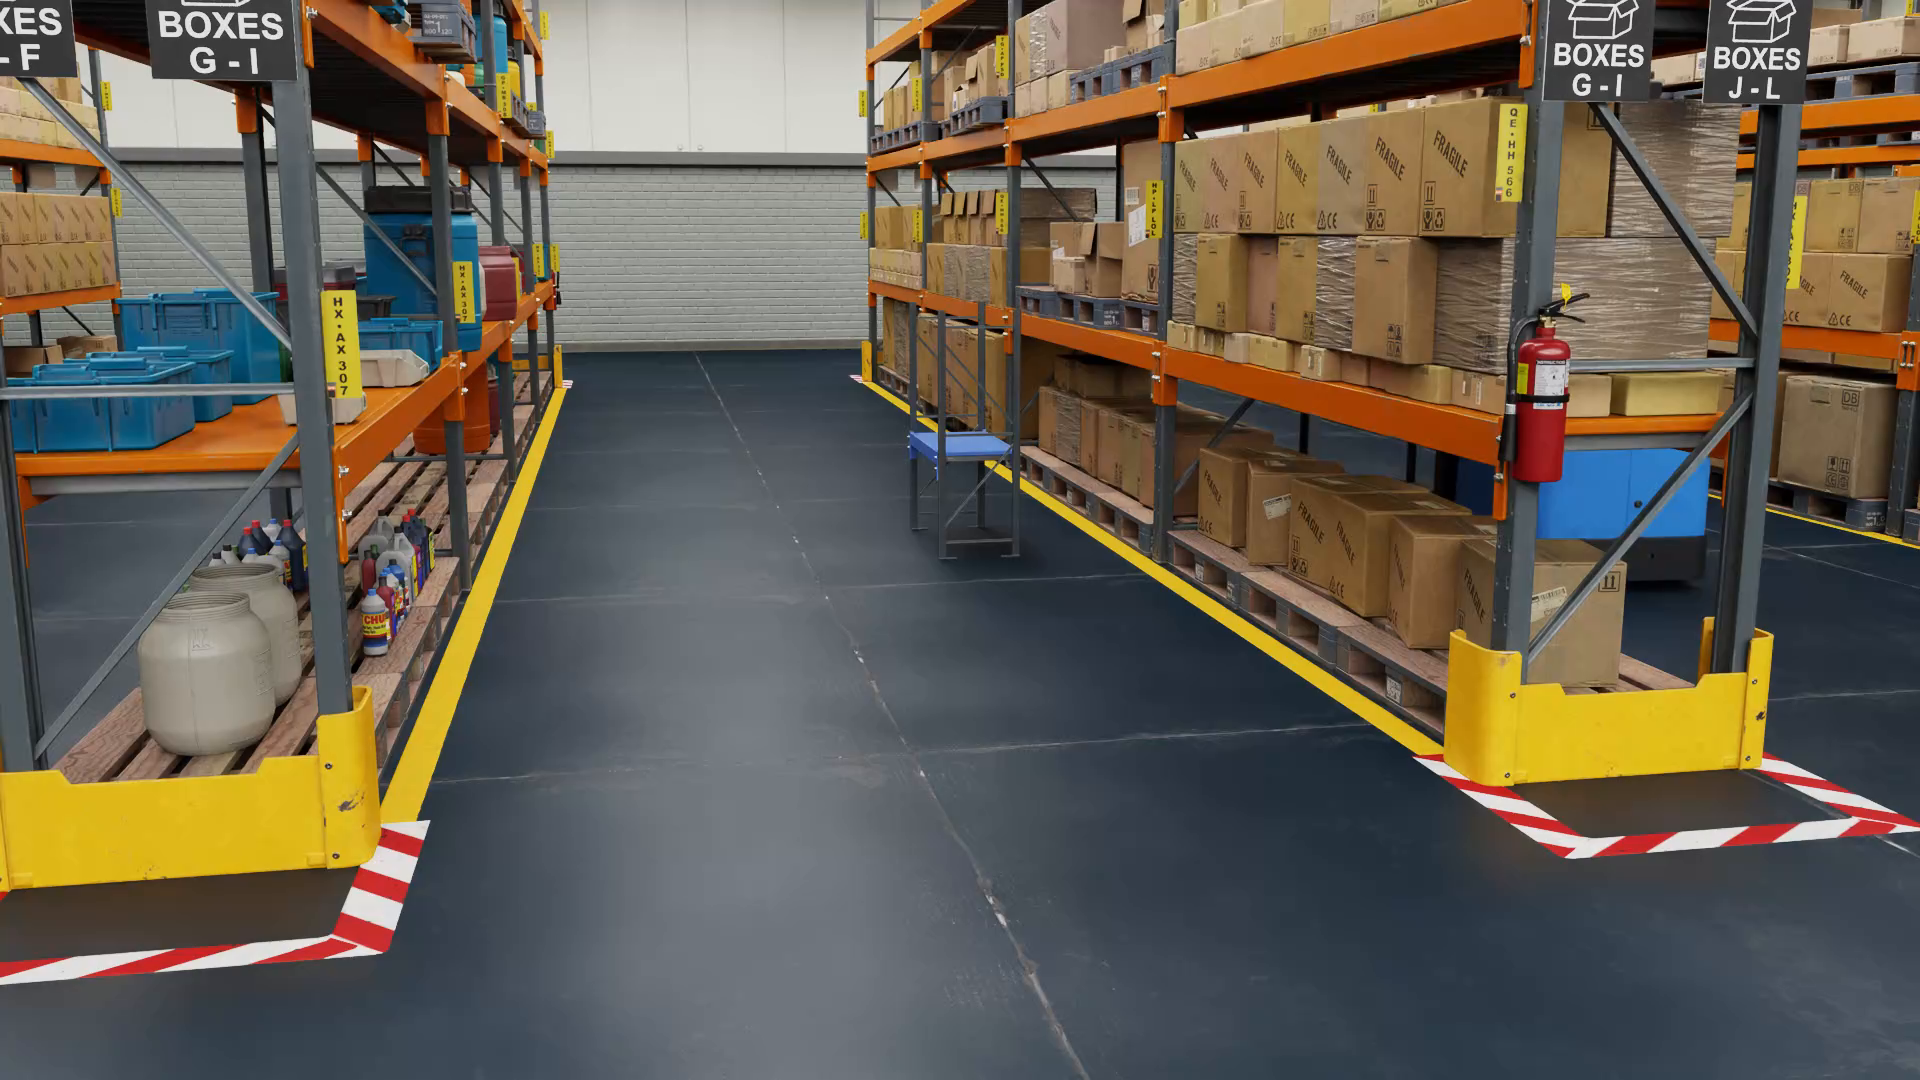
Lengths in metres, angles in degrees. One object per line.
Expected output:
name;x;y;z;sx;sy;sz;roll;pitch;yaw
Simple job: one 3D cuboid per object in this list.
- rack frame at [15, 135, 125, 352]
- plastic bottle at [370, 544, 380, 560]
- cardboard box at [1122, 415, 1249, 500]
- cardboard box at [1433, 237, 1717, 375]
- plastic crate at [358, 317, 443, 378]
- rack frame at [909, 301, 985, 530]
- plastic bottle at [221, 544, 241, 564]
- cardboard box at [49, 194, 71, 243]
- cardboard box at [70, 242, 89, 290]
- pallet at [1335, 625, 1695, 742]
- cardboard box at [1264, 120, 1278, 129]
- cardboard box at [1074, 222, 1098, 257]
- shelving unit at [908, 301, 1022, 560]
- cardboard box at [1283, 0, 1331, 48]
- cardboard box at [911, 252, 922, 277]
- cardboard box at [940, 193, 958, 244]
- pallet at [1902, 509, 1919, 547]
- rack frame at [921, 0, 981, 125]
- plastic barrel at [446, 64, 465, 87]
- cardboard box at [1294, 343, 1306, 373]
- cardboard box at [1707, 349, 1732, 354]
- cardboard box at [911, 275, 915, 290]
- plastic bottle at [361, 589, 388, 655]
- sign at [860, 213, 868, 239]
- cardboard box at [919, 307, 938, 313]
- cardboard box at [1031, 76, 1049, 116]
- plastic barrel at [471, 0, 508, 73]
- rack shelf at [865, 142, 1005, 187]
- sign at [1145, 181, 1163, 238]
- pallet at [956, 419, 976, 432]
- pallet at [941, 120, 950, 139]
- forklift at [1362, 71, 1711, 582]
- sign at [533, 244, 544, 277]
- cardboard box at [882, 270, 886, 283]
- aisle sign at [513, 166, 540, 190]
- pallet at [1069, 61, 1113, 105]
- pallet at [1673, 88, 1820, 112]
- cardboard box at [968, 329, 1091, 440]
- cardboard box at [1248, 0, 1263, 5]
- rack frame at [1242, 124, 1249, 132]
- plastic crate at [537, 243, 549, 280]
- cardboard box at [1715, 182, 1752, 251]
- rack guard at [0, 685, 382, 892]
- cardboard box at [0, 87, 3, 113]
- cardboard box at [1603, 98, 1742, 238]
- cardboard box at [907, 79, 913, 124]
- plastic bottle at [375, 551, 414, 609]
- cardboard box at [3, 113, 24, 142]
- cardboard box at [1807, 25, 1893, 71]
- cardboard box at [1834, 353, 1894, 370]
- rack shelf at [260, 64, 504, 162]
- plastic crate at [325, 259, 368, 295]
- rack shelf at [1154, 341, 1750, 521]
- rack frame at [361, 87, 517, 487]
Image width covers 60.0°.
rack frame;-10.391;-3.194;19.455;1.000;3.000;0.127;-2;11;-11
plastic bottle;-2.785;0.156;7.942;0.061;0.283;0.133;-2;11;-11
cardboard box;1.488;-0.542;11.033;0.700;0.500;0.500;-2;11;-11
cardboard box;2.358;-0.916;6.425;0.875;0.500;0.500;-2;11;-11
plastic crate;-2.716;-0.906;7.834;0.499;0.251;0.616;-2;11;-11
rack frame;-0.082;-0.814;10.964;0.500;1.500;0.032;-2;11;-11
plastic bottle;-3.329;0.188;7.593;0.144;0.351;0.185;-2;11;-11
cardboard box;-9.731;-3.381;17.496;0.500;0.500;0.500;-2;11;-9
cardboard box;-9.841;-2.984;18.085;0.500;0.500;0.500;-2;11;-11
pallet;2.300;0.587;7.050;1.003;0.211;1.213;-2;11;-11
cardboard box;4.144;-5.175;20.906;0.500;0.250;0.500;-2;11;-12
cardboard box;1.233;-2.145;12.555;0.700;0.500;0.500;0;11;-3
shelving unit;0.017;-0.721;10.474;0.538;1.500;1.048;-2;11;-11
cardboard box;1.801;-2.376;7.536;0.500;0.250;0.500;-2;11;-12
cardboard box;-0.239;-2.964;17.851;0.500;0.250;0.500;-2;11;-12
cardboard box;0.237;-3.245;16.773;0.797;0.503;0.637;-2;11;-12
pallet;6.616;-0.002;10.144;1.003;0.211;1.213;-2;11;-11
rack frame;0.104;-5.767;16.929;1.000;3.000;0.127;-2;11;-11
plastic barrel;-3.500;-3.087;11.241;0.301;0.262;0.301;0;11;0
cardboard box;1.805;-0.860;7.865;0.380;0.149;0.250;-2;11;-11
cardboard box;5.797;-1.234;14.053;1.050;0.750;0.750;-2;11;-12
cardboard box;-0.327;-2.788;17.993;0.380;0.149;0.250;-2;11;-10
plastic bottle;-2.467;0.341;7.001;0.097;0.271;0.097;0;11;0
sign;-1.219;-3.999;21.156;0.100;0.325;0.005;-2;11;-11
cardboard box;0.055;-2.106;18.301;0.875;0.875;0.875;-2;11;-11
cardboard box;0.823;-3.297;12.373;0.500;0.250;0.500;-2;11;-10
plastic barrel;-4.272;-4.258;14.562;0.600;0.901;0.708;-2;11;-11
rack shelf;-0.285;-4.307;19.204;1.077;0.370;4.000;-2;11;-11
sign;1.117;-1.901;9.563;0.100;0.325;0.005;-2;11;-11
pallet;0.569;-1.087;15.843;1.003;0.211;1.213;-2;11;-11
pallet;0.331;-4.033;16.353;0.805;0.209;1.217;-3;11;-13
forklift;3.430;-1.421;10.324;1.130;2.935;3.031;-1;11;-8
sign;-4.214;-2.795;16.621;0.100;0.325;0.005;-2;11;-11
cardboard box;-0.727;-3.165;19.973;0.380;0.149;0.250;-2;11;-12
aisle sign;-5.259;-4.674;20.280;0.394;0.787;0.004;-2;11;-11
pallet;1.440;-3.041;11.132;1.213;0.211;1.003;-2;11;-11
pallet;6.165;-3.308;12.536;1.003;0.211;1.213;-2;11;-8
cardboard box;0.769;-1.376;14.464;1.225;0.875;0.875;-3;11;-14
cardboard box;1.628;-2.685;8.095;0.380;0.149;0.250;-2;11;-12
rack frame;4.211;-6.662;21.634;1.000;3.000;0.127;-2;11;-11
plastic crate;-5.284;-3.366;20.102;0.616;0.435;0.499;-2;11;-11
cardboard box;6.146;-2.425;12.475;0.700;0.500;0.500;-2;11;-12
rack guard;-2.481;0.777;5.278;1.175;0.500;0.348;-2;11;-11
cardboard box;-9.464;-4.204;15.804;0.500;0.250;0.500;-2;11;-11
cardboard box;2.599;-1.416;6.378;0.500;0.500;0.500;-2;11;-11
cardboard box;-0.207;-4.838;18.413;0.700;0.500;0.500;-2;11;-8
plastic bottle;-2.662;0.181;7.829;0.152;0.276;0.135;-2;11;-10
cardboard box;-9.559;-4.050;16.333;0.500;0.250;0.500;-2;11;-11
cardboard box;6.089;-3.388;11.464;0.500;0.250;0.500;-2;11;-11
cardboard box;10.208;-2.067;18.092;0.875;0.875;0.875;-2;11;-9
rack shelf;-3.587;-2.660;10.549;1.077;0.370;4.000;-2;11;-11
plastic crate;-3.962;-1.630;11.068;0.402;0.464;0.583;-2;11;-11
rack shelf;2.049;-0.632;7.921;1.077;0.370;4.000;-2;11;-11
rack frame;-3.976;-1.906;12.689;1.000;3.000;0.127;-2;11;-11
